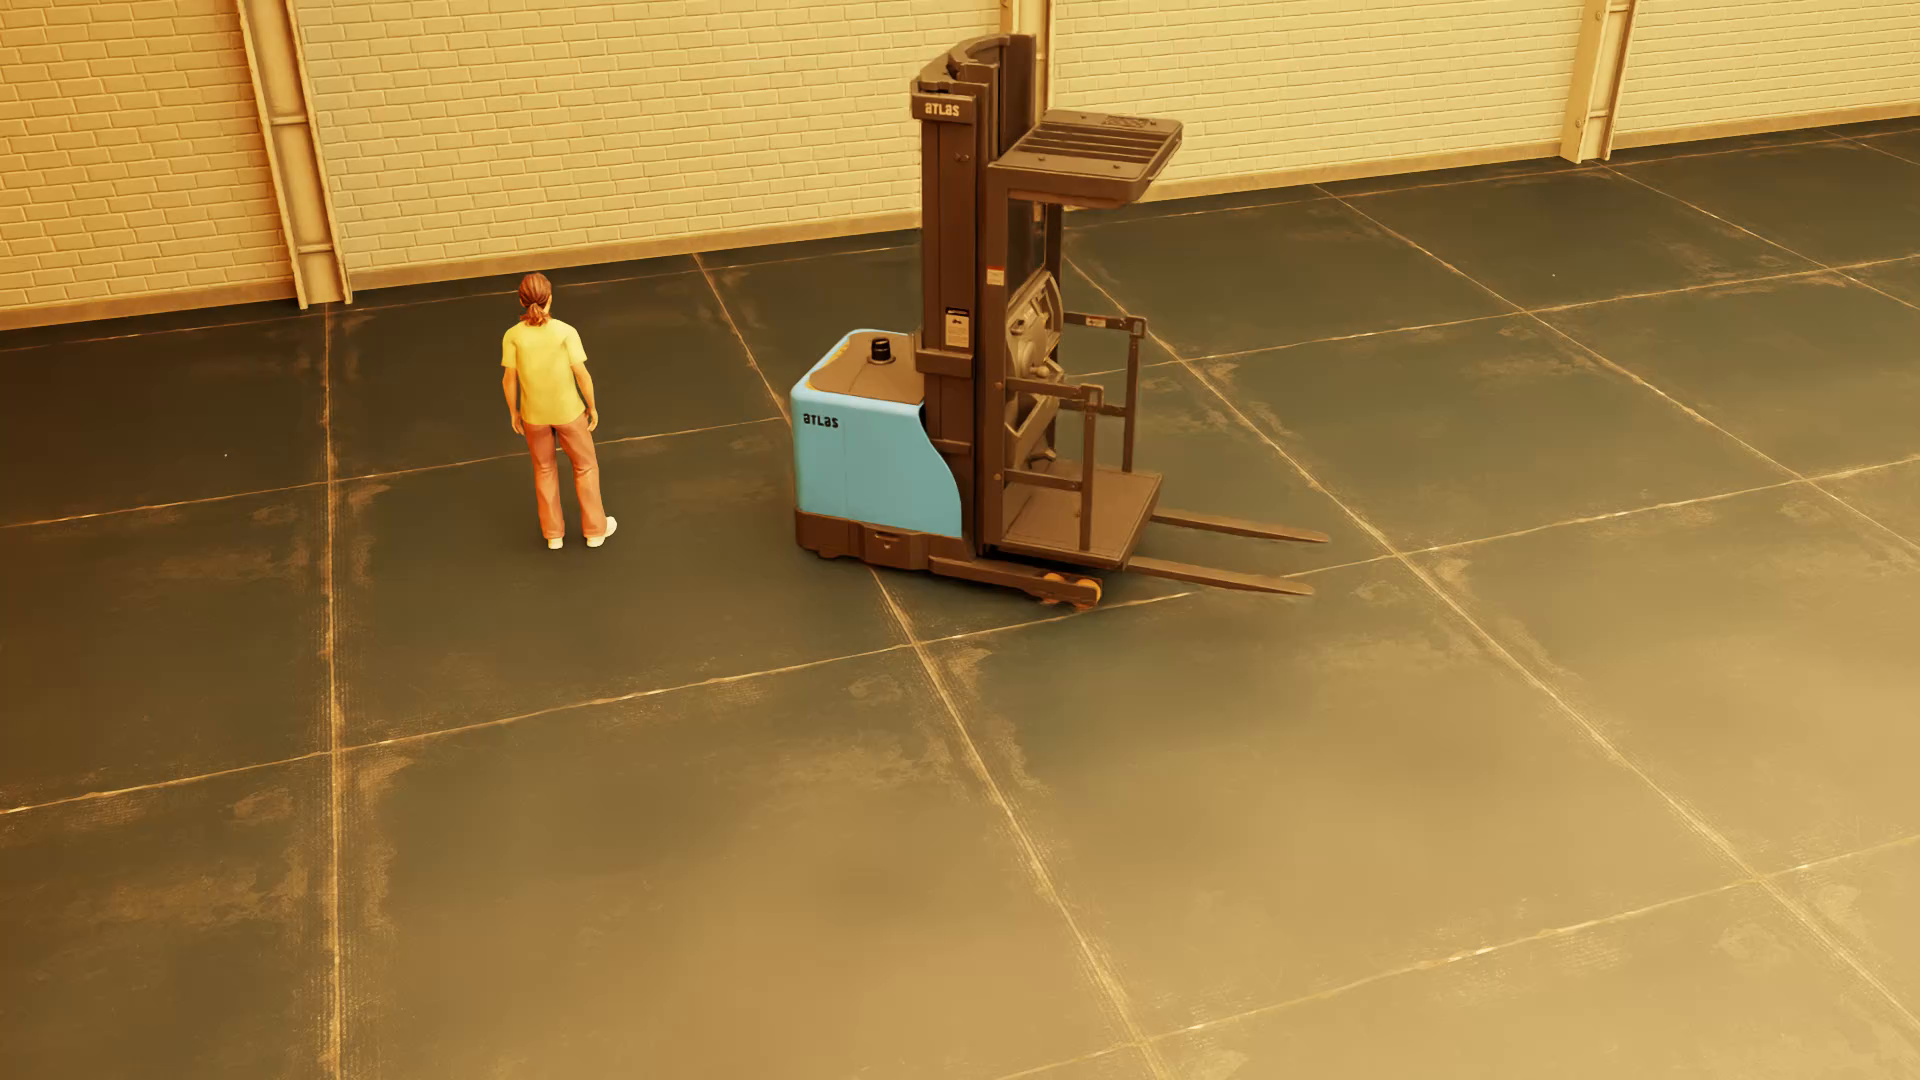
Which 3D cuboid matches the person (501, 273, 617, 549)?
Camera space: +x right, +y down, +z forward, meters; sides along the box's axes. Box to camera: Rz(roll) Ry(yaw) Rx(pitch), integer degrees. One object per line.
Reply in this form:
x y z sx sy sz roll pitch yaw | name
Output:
-2.343 -0.727 9.615 0.512 1.671 0.359 -2 30 -4 | person

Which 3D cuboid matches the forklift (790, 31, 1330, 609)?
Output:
0.599 -1.180 9.137 3.031 2.935 1.130 10 31 16 | forklift
